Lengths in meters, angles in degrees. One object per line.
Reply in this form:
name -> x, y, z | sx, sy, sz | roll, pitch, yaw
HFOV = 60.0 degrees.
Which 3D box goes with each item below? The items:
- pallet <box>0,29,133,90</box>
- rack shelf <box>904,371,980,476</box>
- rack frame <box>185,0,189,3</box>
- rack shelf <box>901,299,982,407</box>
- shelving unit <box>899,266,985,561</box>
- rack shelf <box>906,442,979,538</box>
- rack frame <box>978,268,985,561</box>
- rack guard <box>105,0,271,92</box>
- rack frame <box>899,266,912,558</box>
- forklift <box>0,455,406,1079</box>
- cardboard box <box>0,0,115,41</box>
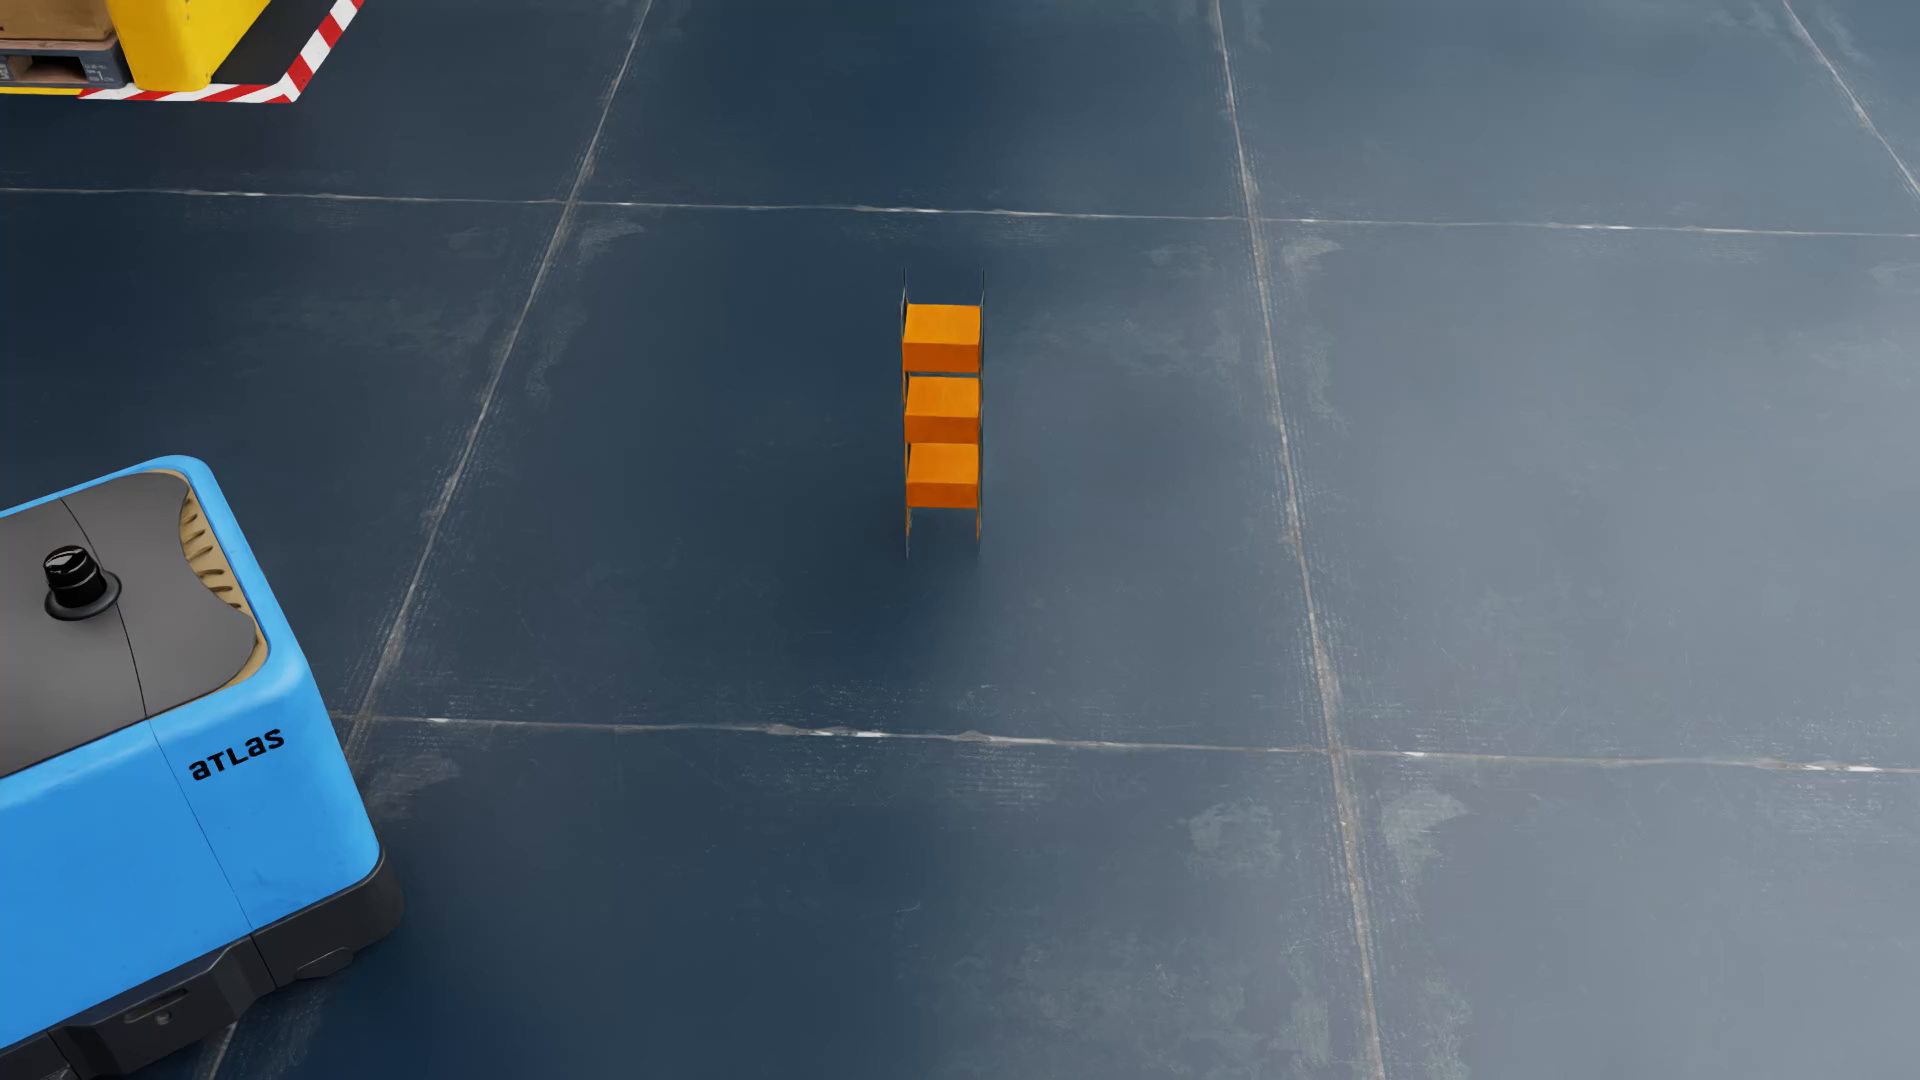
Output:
pallet -> -4.661, -2.630, 8.418 | 1.213, 0.211, 1.003 | 2, 43, 2
rack shelf -> -0.053, -0.378, 5.401 | 0.240, 0.259, 0.215 | 2, 43, 2
rack frame -> -3.858, -3.679, 7.499 | 0.127, 3.000, 1.000 | 2, 43, 2
rack shelf -> -0.053, -0.586, 5.208 | 0.240, 0.259, 0.215 | 2, 43, 2
shelving unit -> -0.053, -0.386, 5.394 | 0.252, 1.050, 0.215 | 2, 43, 2
rack shelf -> -0.053, -0.175, 5.591 | 0.240, 0.259, 0.215 | 2, 43, 2
rack frame -> 0.068, -0.382, 5.390 | 0.008, 1.050, 0.200 | 2, 43, 2
rack guard -> -3.834, -2.764, 8.350 | 0.348, 0.500, 1.175 | 2, 43, 2
rack frame -> -0.175, -0.390, 5.398 | 0.008, 1.050, 0.200 | 2, 43, 2
forklift -> -3.033, 0.288, 3.291 | 3.031, 2.935, 1.130 | -24, 48, -24
cardboard box -> -4.539, -3.031, 8.054 | 0.875, 0.875, 0.875 | 2, 43, 2
